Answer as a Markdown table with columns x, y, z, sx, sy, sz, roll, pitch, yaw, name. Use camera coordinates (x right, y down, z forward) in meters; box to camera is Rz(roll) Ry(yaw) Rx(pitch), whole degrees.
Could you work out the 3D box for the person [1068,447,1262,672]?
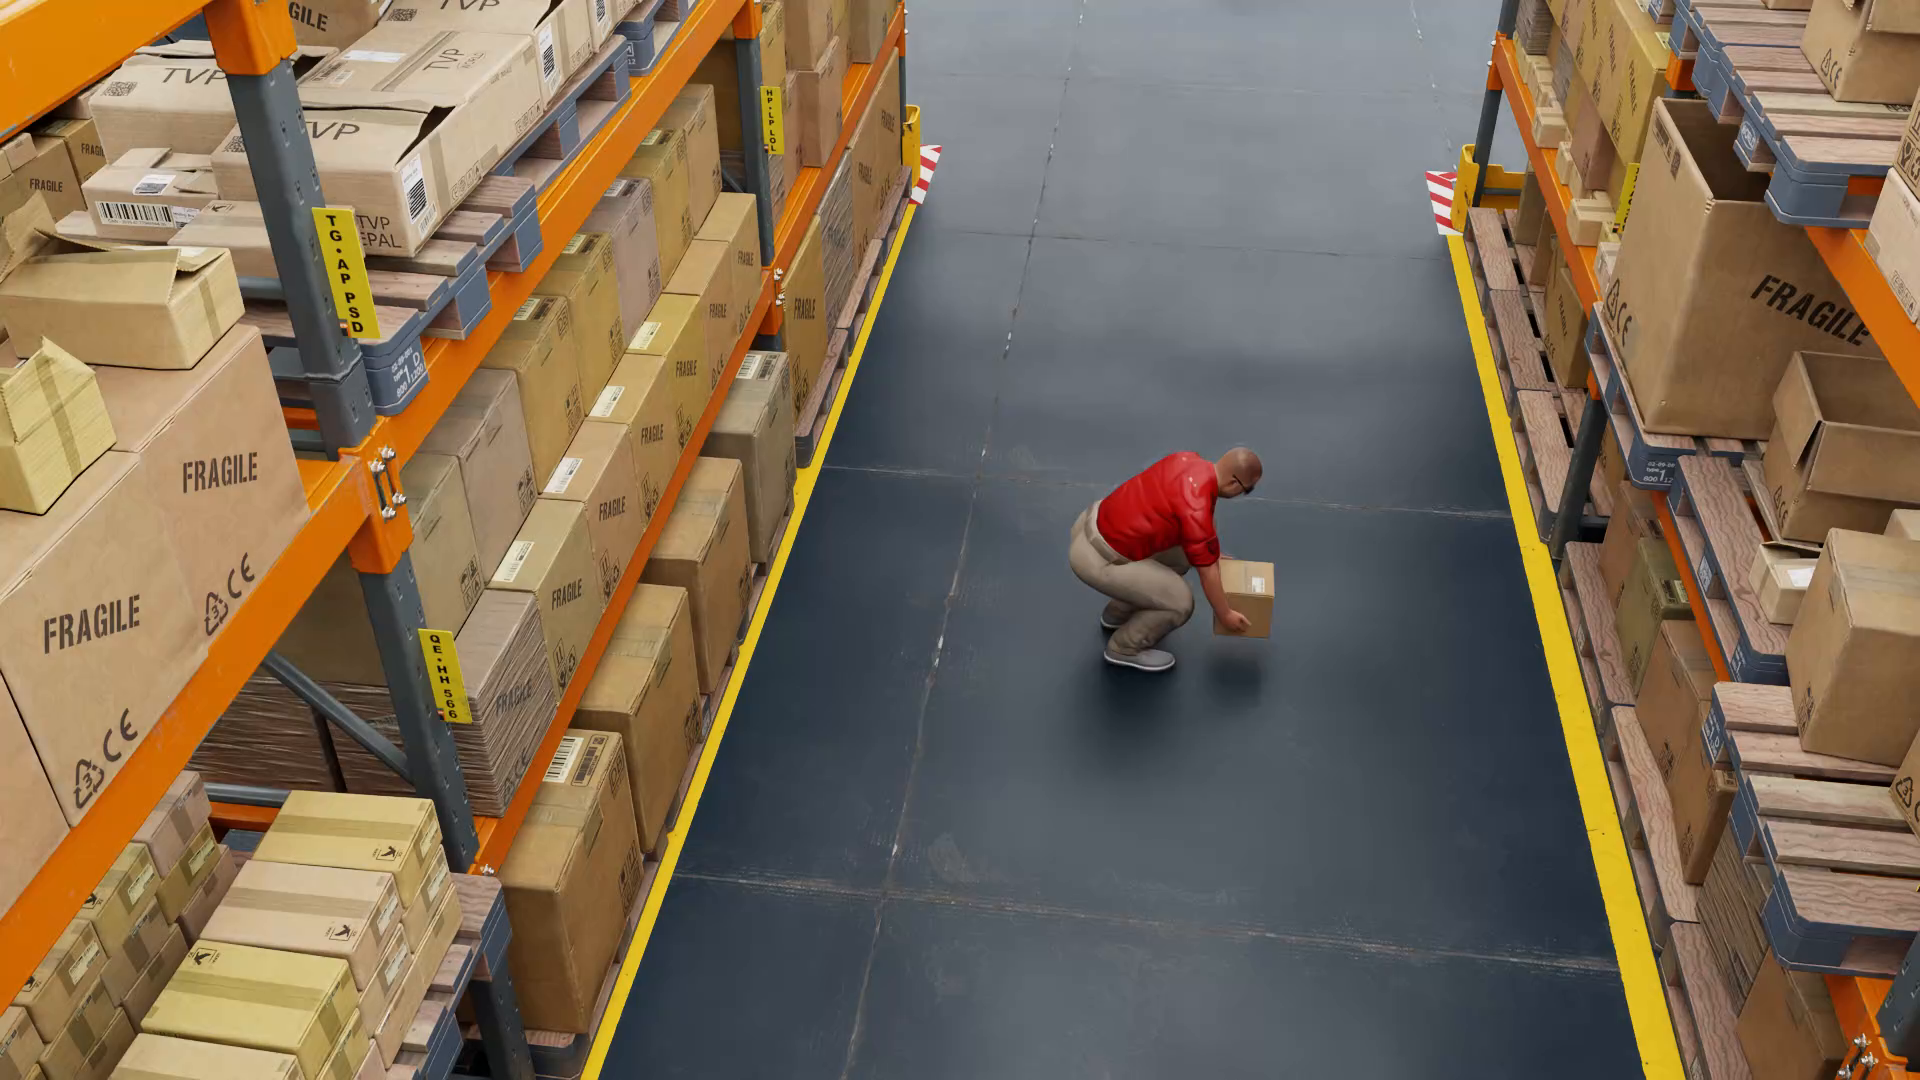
| x | y | z | sx | sy | sz | roll | pitch | yaw | name |
| --- | --- | --- | --- | --- | --- | --- | --- | --- | --- |
| 0.919 | 0.040 | 7.552 | 0.844 | 1.085 | 0.568 | 4 | 36 | 6 | person |
